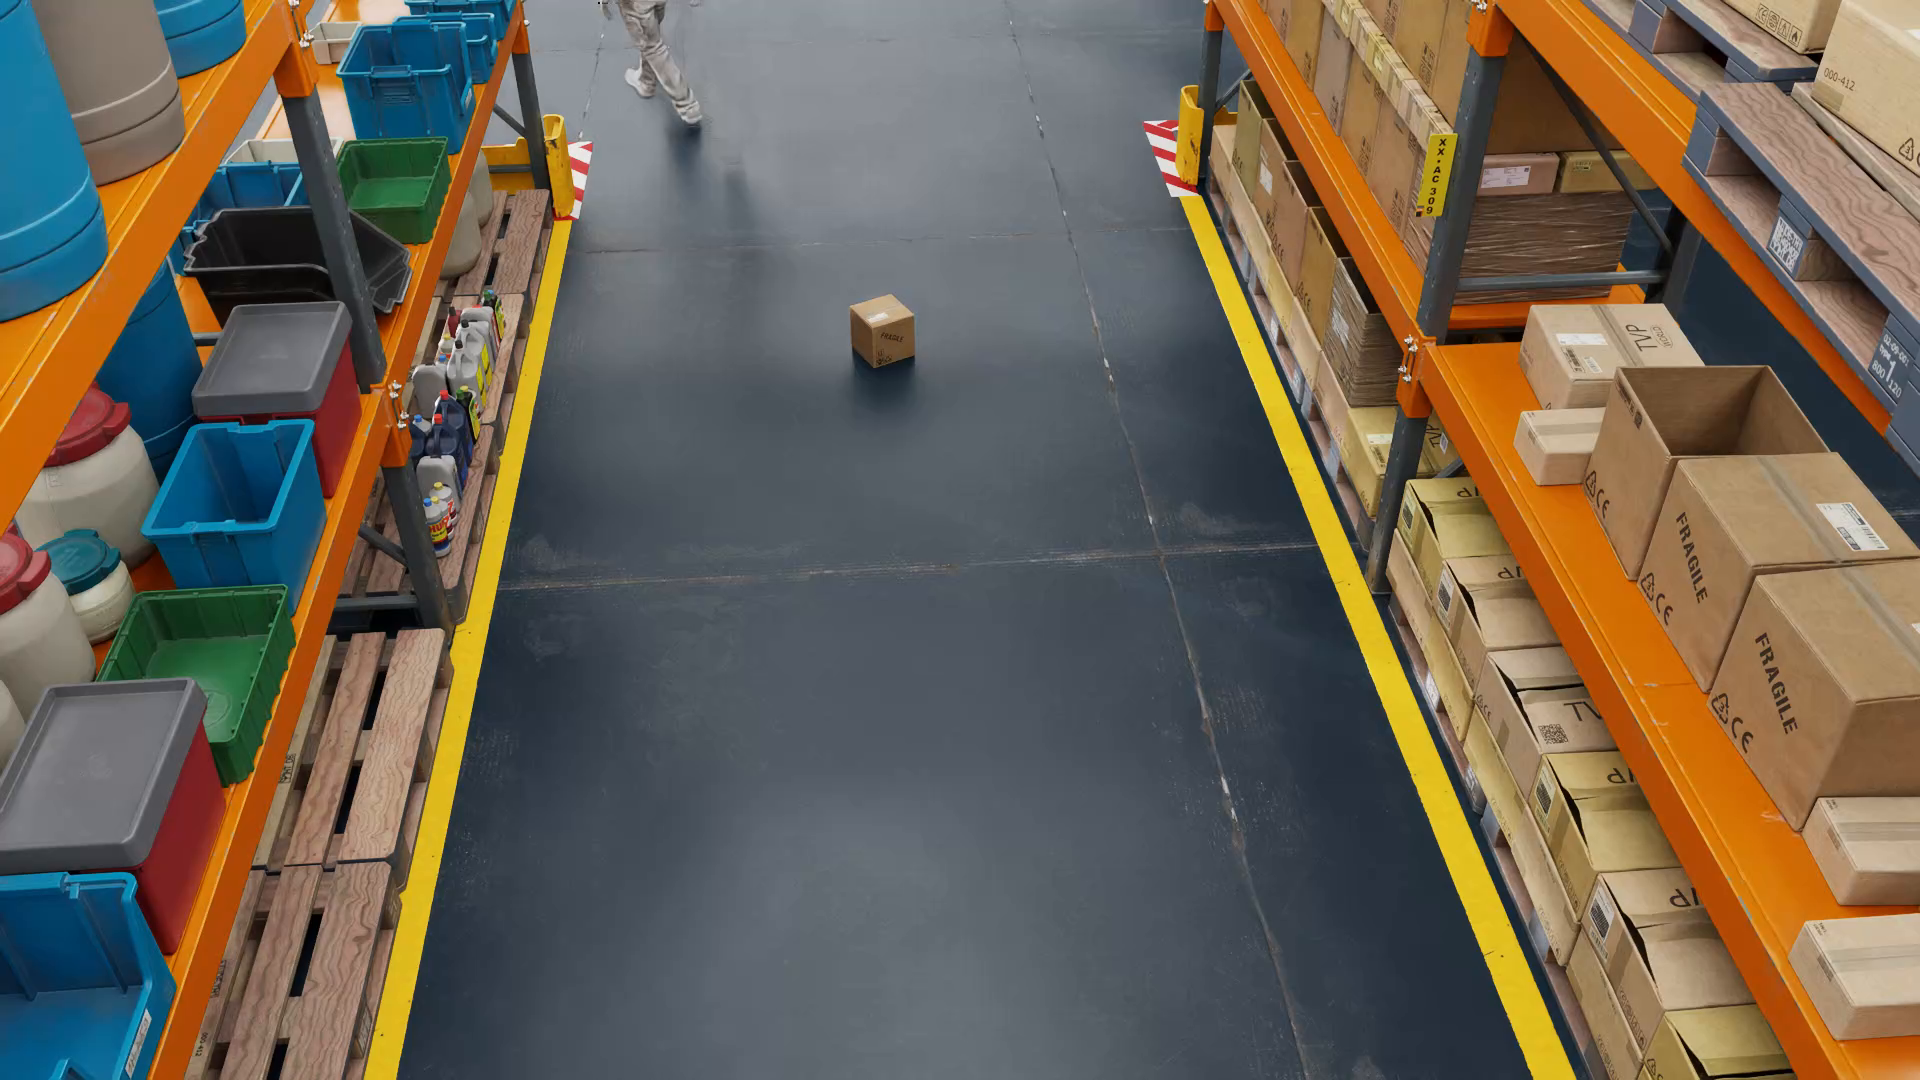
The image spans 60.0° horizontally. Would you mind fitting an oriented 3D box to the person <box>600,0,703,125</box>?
[{"bbox_3d":[-2.038,-3.518,10.540,1.014,1.731,0.646,31,48,33],"label":"person"}]
